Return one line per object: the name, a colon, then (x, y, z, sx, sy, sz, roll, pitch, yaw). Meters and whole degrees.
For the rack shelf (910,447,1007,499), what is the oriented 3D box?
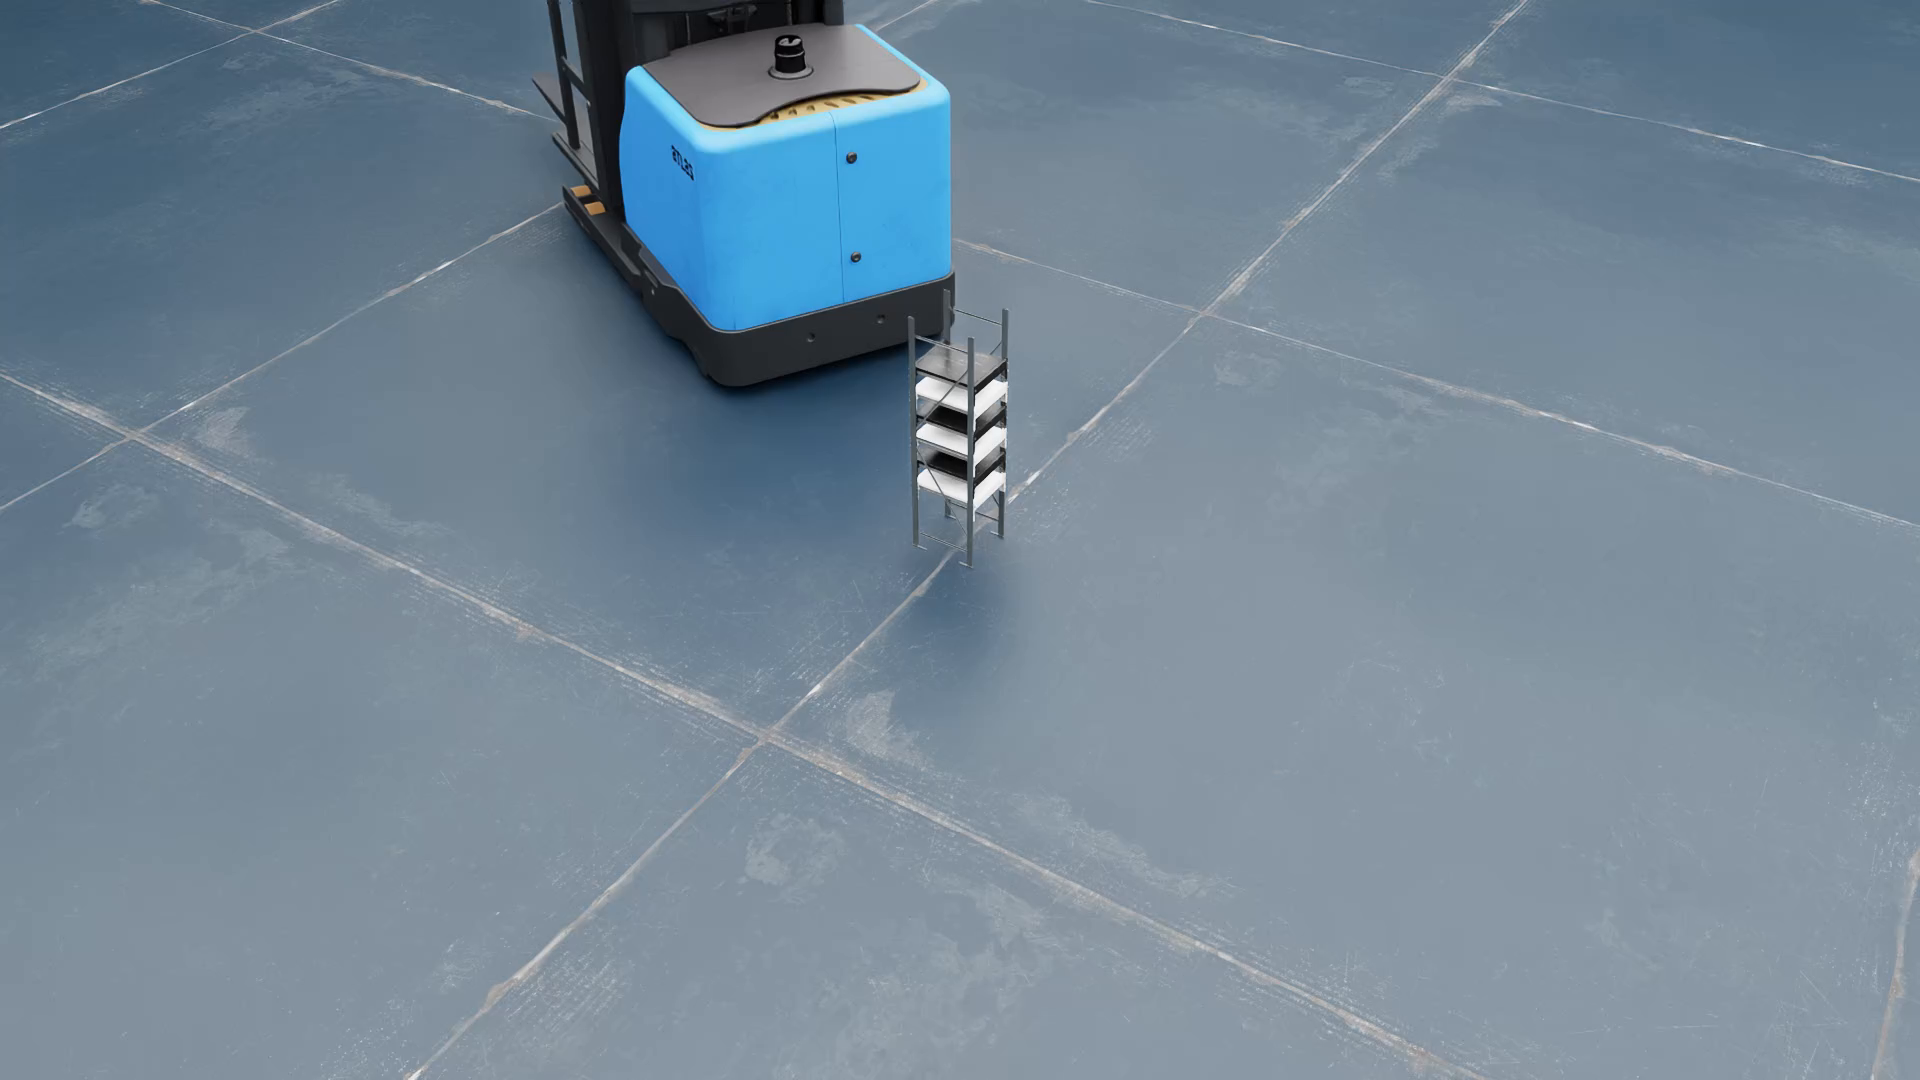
rack shelf: (-0.004, -0.255, 5.545, 0.258, 0.077, 0.200, 21, 42, 25)

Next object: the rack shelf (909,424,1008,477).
rack shelf: (-0.004, -0.326, 5.490, 0.258, 0.077, 0.200, 21, 42, 25)

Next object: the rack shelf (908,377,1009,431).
rack shelf: (-0.004, -0.468, 5.380, 0.258, 0.077, 0.200, 21, 42, 25)

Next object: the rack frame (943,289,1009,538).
rack frame: (0.050, -0.405, 5.538, 0.240, 0.900, 0.006, 21, 42, 25)

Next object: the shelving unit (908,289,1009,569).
shelving unit: (-0.004, -0.352, 5.470, 0.258, 0.900, 0.210, 21, 42, 25)

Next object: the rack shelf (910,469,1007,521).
rack shelf: (-0.004, -0.183, 5.600, 0.258, 0.077, 0.200, 21, 42, 25)

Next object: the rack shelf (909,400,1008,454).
rack shelf: (-0.004, -0.397, 5.435, 0.258, 0.077, 0.200, 21, 42, 25)

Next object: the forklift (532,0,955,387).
forklift: (-1.162, -2.636, 6.768, 1.130, 2.935, 3.031, -18, 41, -22)

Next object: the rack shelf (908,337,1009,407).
rack shelf: (-0.004, -0.540, 5.325, 0.258, 0.077, 0.200, 21, 42, 25)

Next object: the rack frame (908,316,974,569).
rack frame: (-0.059, -0.300, 5.402, 0.240, 0.900, 0.006, 21, 42, 25)
